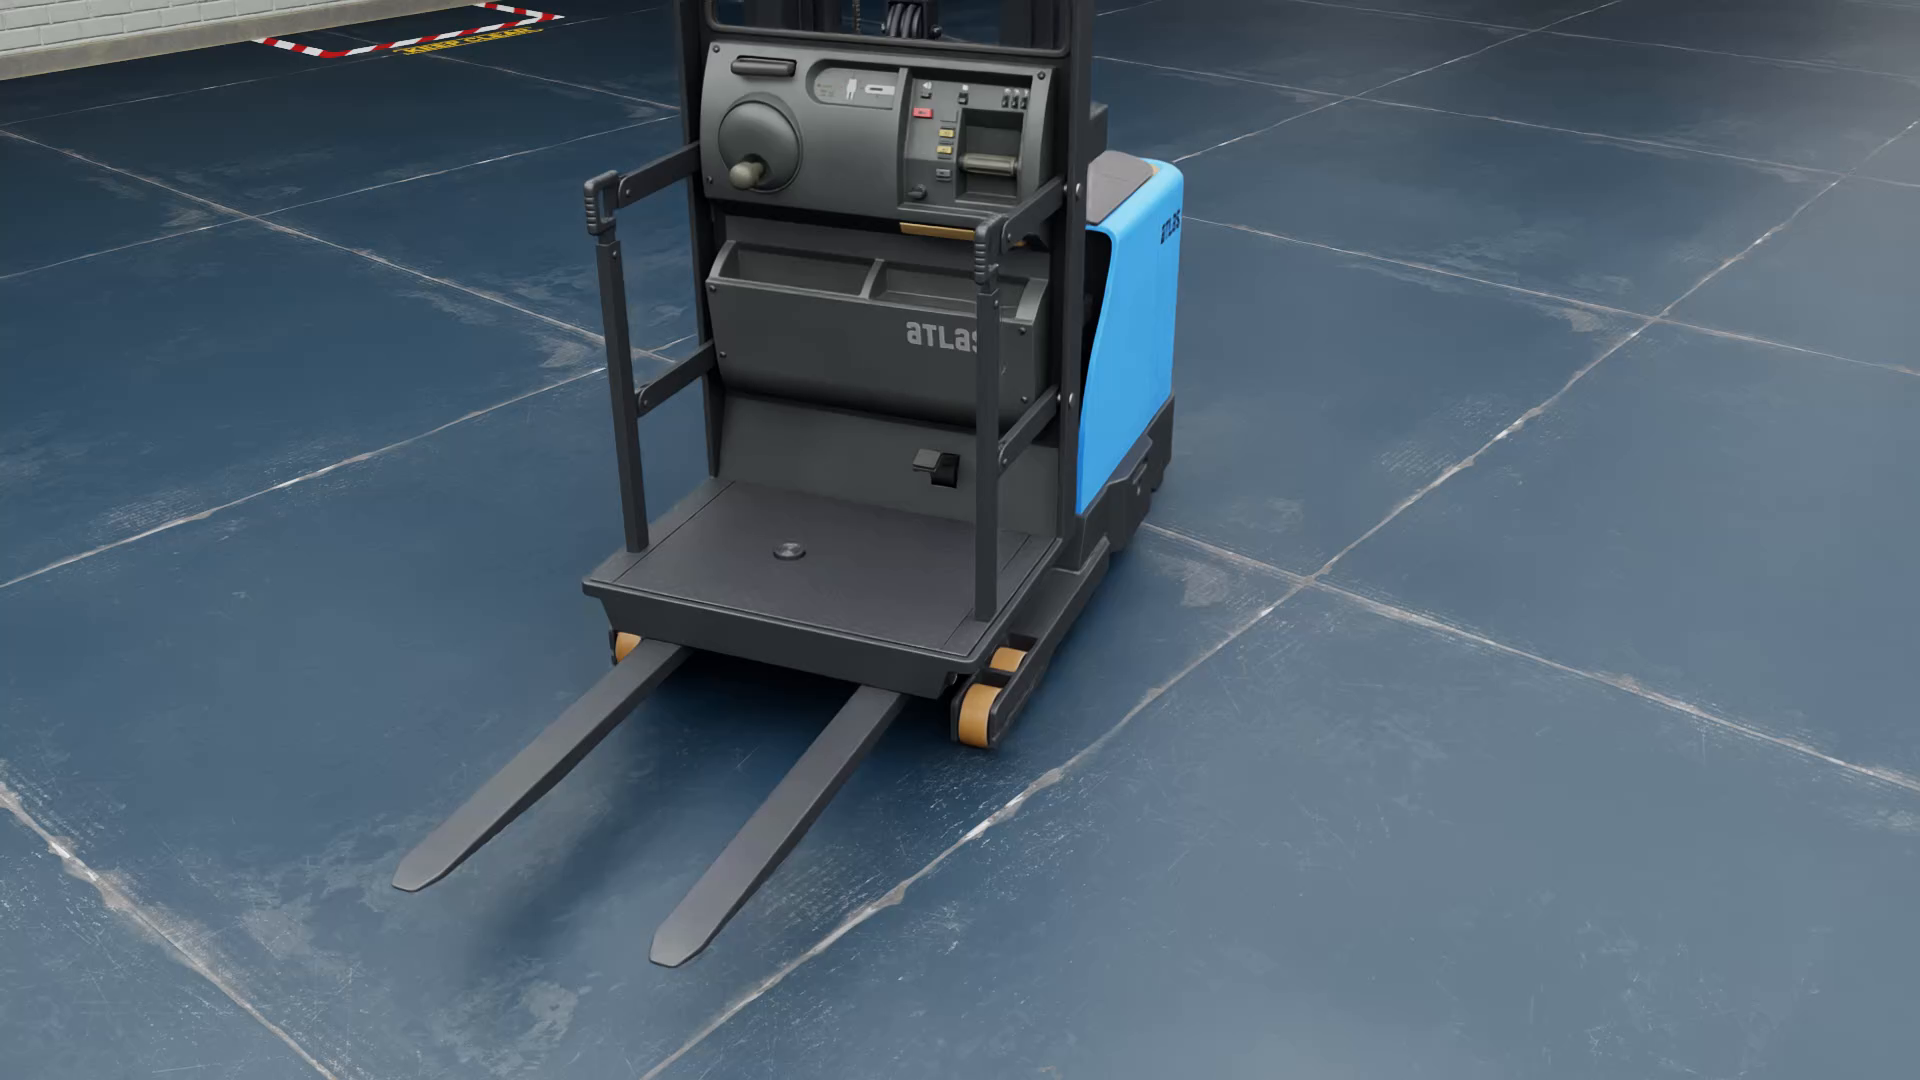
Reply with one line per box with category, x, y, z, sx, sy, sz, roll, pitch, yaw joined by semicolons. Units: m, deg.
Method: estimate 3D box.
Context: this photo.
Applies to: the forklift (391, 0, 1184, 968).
forklift;-0.299;-0.989;3.972;1.130;2.935;3.031;10;29;19
